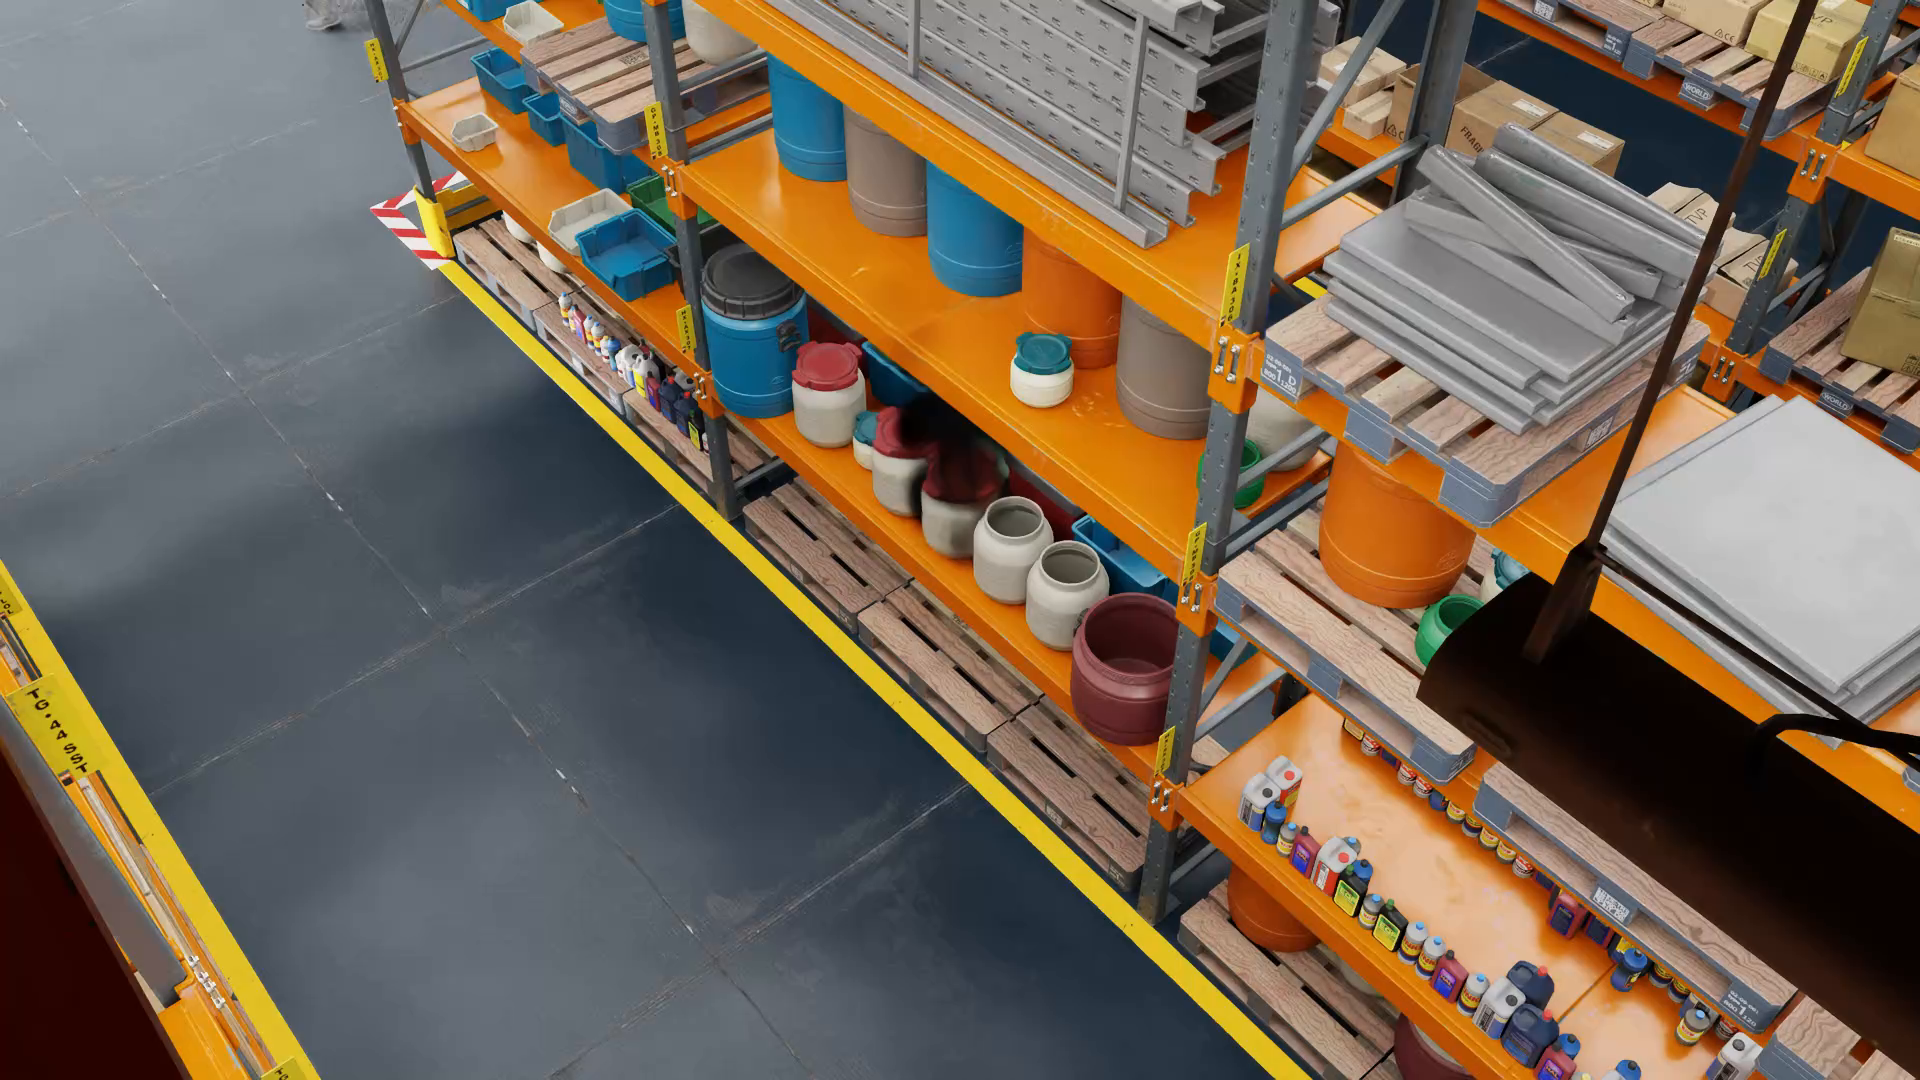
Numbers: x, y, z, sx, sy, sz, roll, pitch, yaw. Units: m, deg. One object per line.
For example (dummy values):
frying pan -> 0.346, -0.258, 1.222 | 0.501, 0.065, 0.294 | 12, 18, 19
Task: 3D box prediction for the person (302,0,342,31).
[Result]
person -> -6.098, -5.361, 14.874 | 0.650, 1.770, 0.662 | -12, 48, -11
